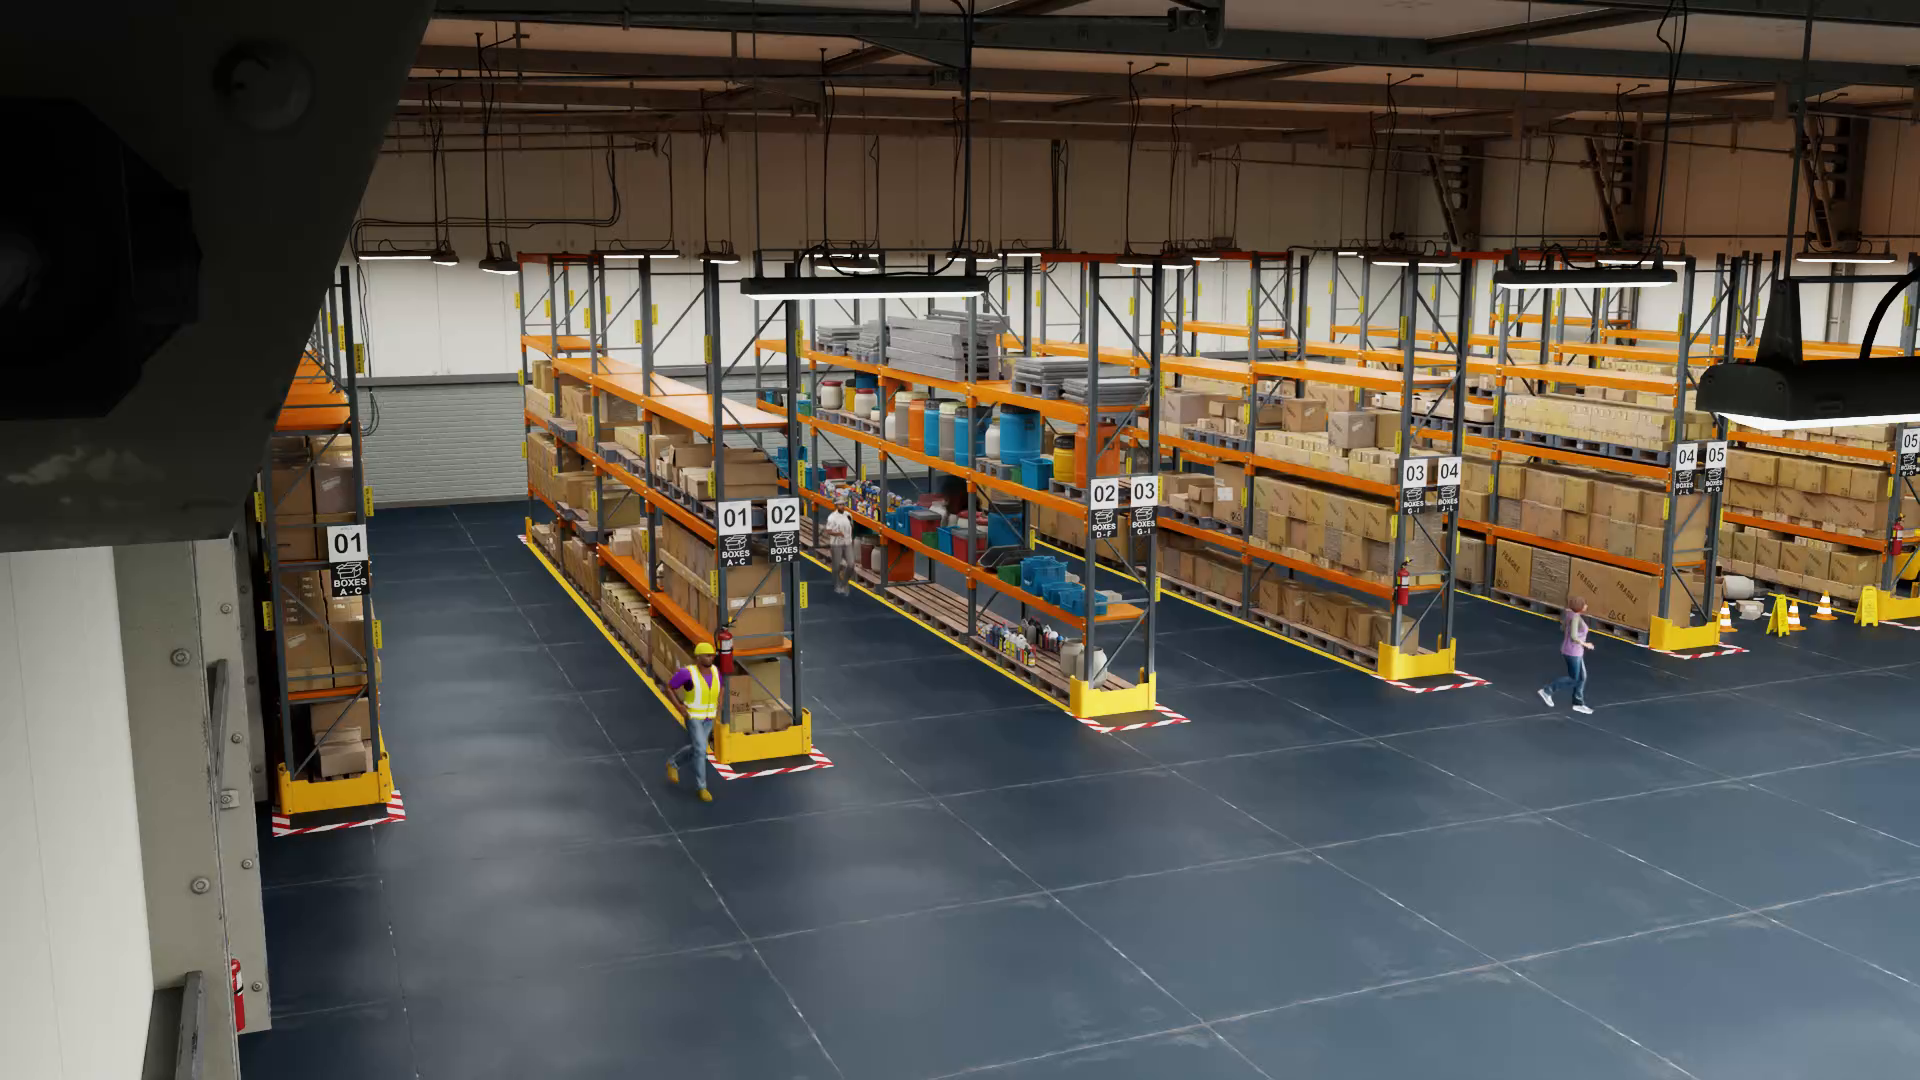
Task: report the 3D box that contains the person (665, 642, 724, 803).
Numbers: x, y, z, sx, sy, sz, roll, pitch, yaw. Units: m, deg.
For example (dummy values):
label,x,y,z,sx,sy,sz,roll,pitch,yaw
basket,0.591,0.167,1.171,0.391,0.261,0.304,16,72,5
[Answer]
label,x,y,z,sx,sy,sz,roll,pitch,yaw
person,-2.997,2.028,19.160,0.912,1.744,0.733,9,14,40

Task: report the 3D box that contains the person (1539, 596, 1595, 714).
label,x,y,z,sx,sy,sz,roll,pitch,yaw
person,8.170,1.532,22.304,0.722,1.600,0.565,3,11,15

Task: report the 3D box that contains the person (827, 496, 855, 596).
label,x,y,z,sx,sy,sz,roll,pitch,yaw
person,-1.977,0.115,28.251,0.560,1.744,0.603,-5,11,-25
